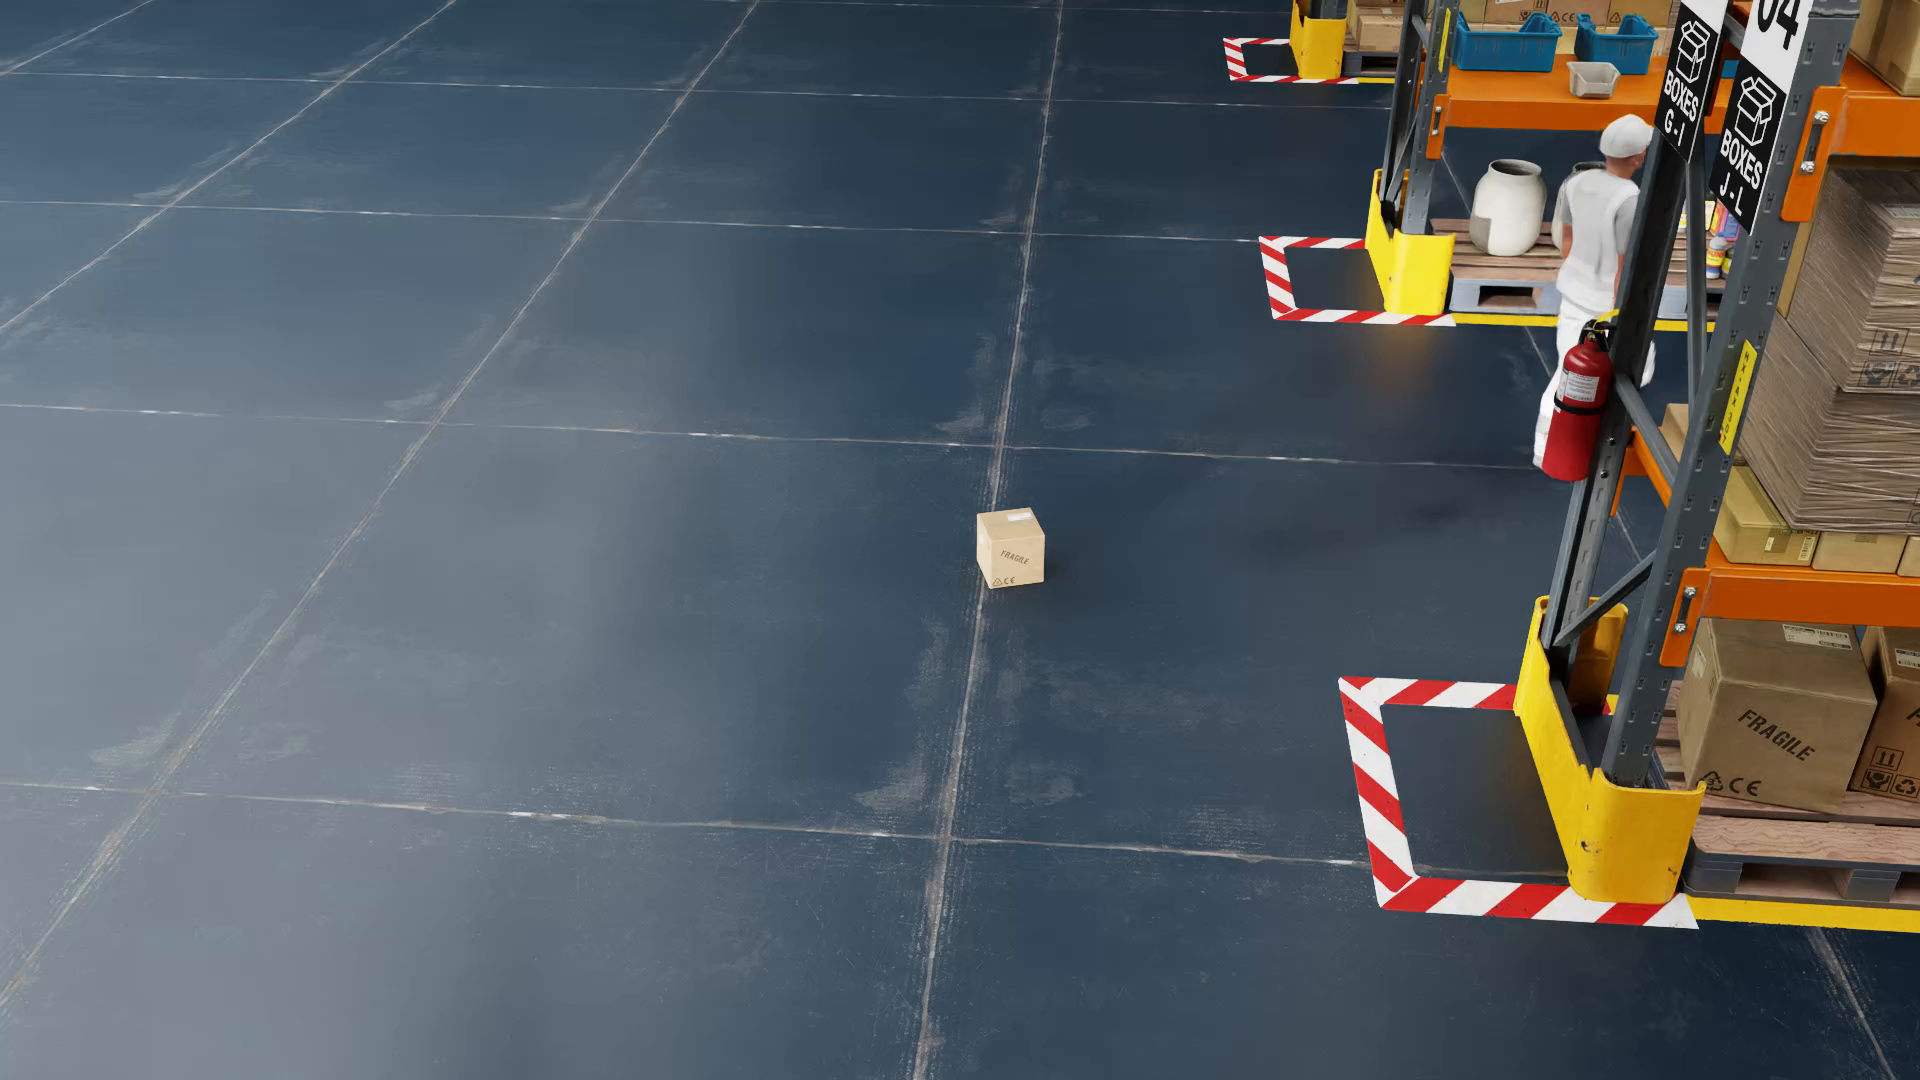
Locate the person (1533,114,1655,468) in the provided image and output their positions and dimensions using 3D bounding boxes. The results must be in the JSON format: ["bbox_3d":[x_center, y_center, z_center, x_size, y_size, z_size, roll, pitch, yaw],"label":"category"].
[{"bbox_3d":[3.084,-1.141,7.916,0.447,1.801,0.578,-12,34,-18],"label":"person"}]
